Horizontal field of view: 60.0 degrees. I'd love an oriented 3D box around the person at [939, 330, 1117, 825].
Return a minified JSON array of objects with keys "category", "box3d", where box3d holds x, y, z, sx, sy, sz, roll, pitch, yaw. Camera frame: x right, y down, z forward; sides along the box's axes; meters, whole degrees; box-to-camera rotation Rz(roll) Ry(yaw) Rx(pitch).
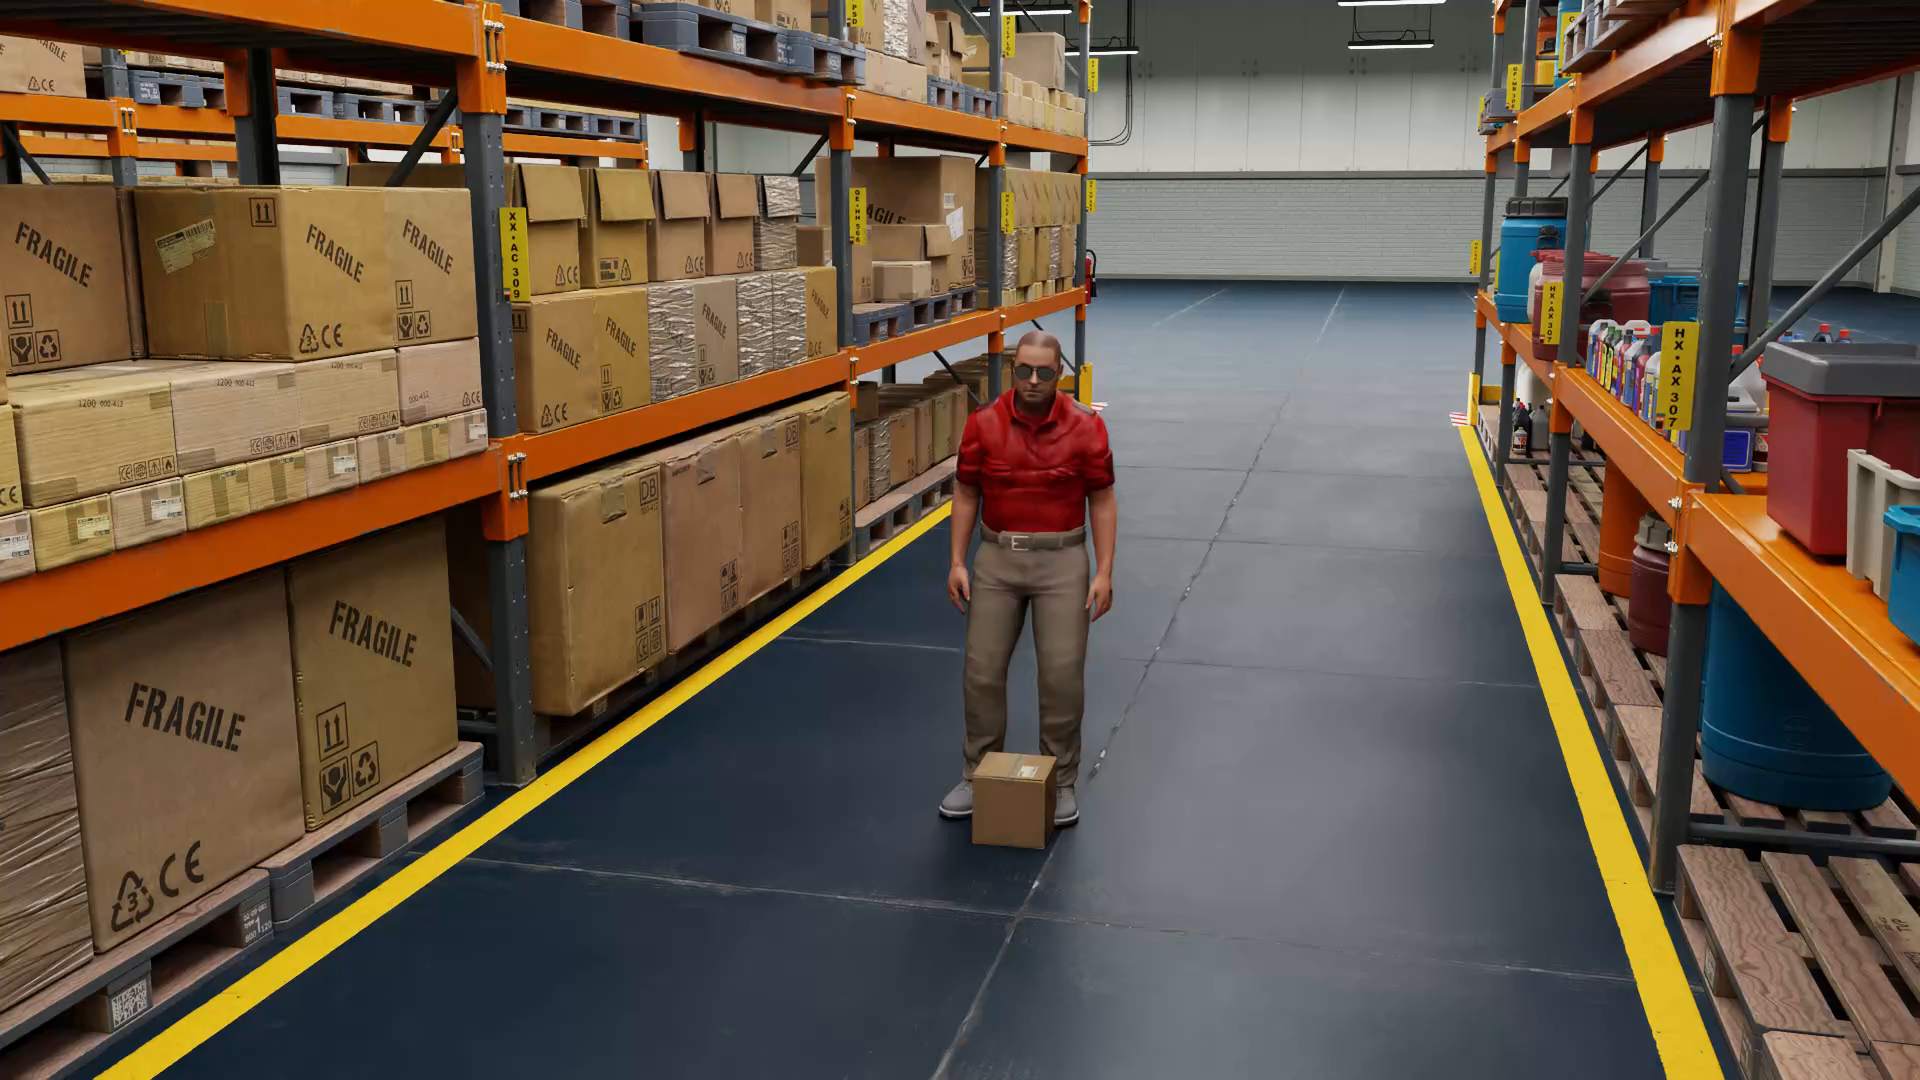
[{"category":"person","box3d":[0.244,0.124,5.864,0.604,1.726,0.394,2,12,10]}]
